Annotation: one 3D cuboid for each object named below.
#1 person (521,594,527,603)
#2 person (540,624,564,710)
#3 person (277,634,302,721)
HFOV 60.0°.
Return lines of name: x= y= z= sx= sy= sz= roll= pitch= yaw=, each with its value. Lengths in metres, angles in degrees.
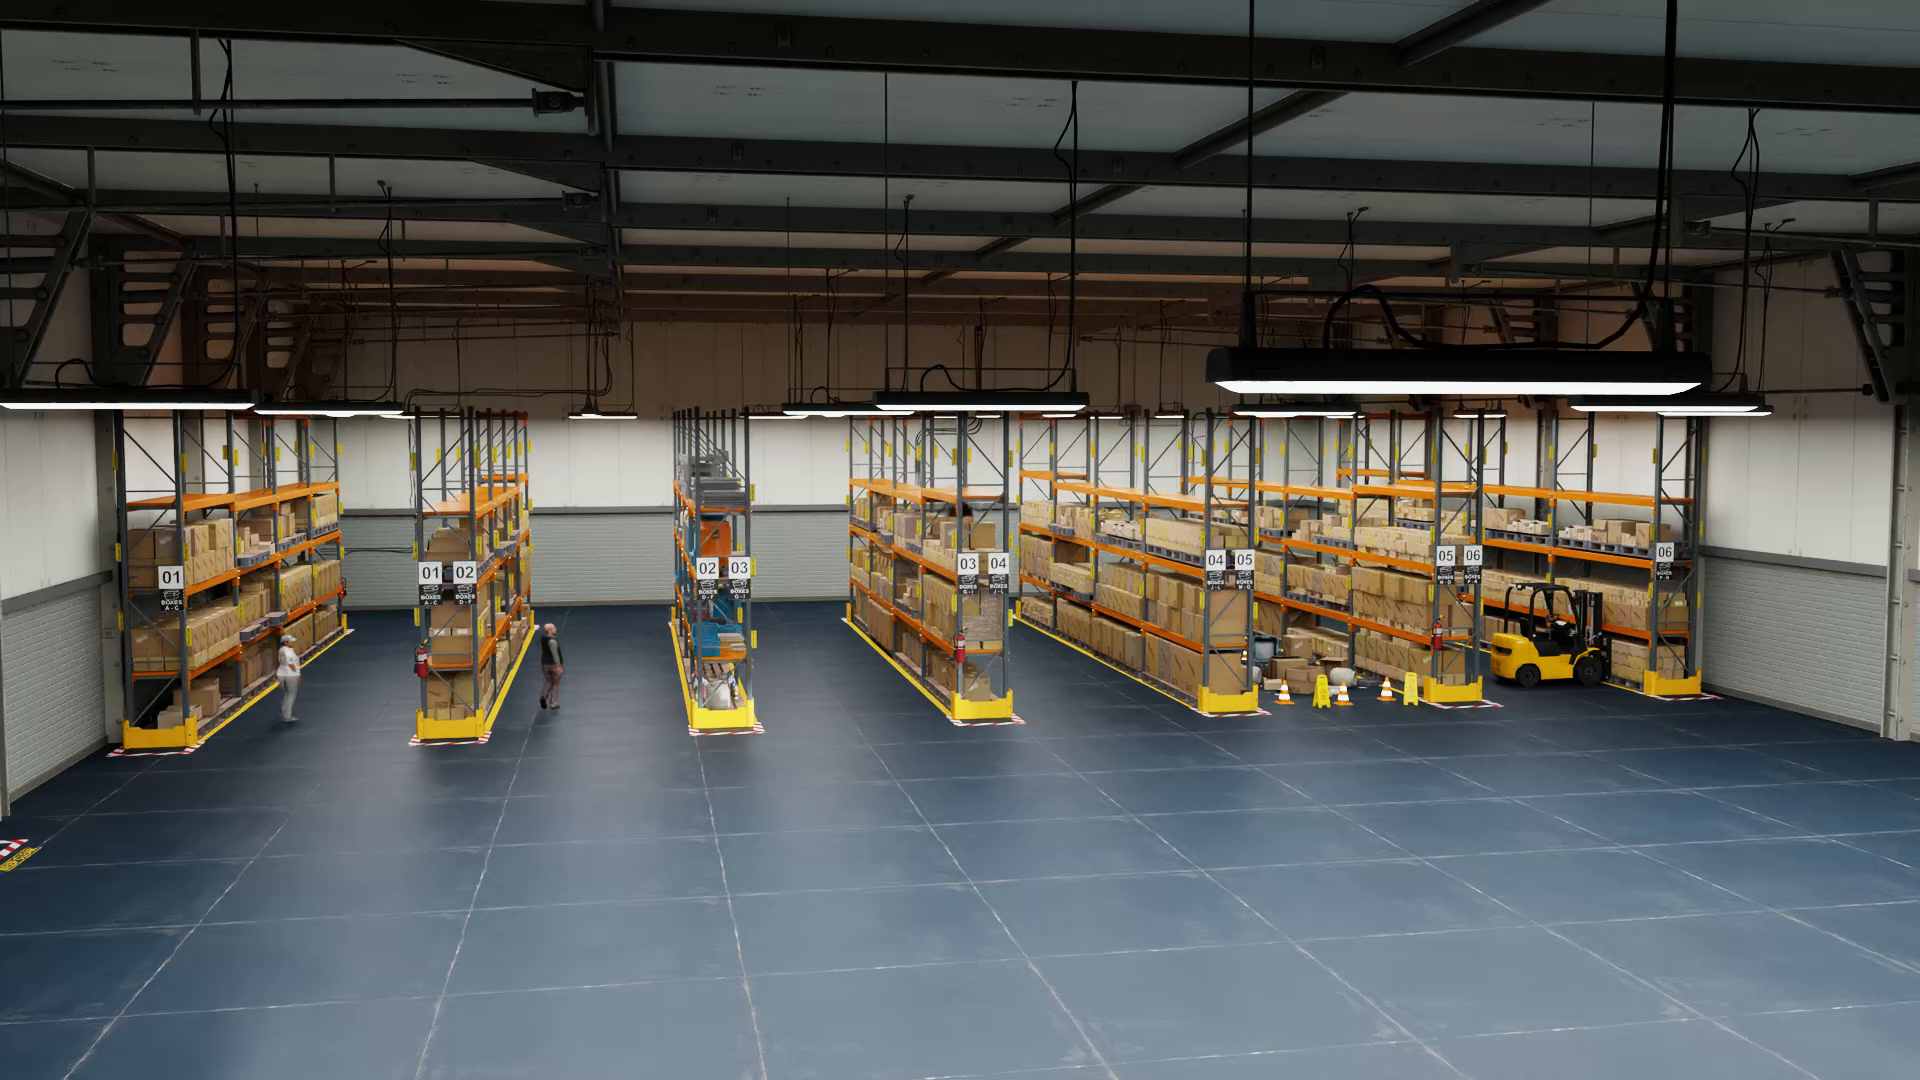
person: x=-12.909 y=1.374 z=48.519 sx=0.525 sy=1.781 sz=0.587 roll=0 pitch=4 yaw=-4
person: x=-8.107 y=2.506 z=32.950 sx=0.533 sy=1.713 sz=0.481 roll=2 pitch=4 yaw=23
person: x=-12.781 y=2.642 z=31.740 sx=0.511 sy=1.700 sz=0.465 roll=2 pitch=4 yaw=22
